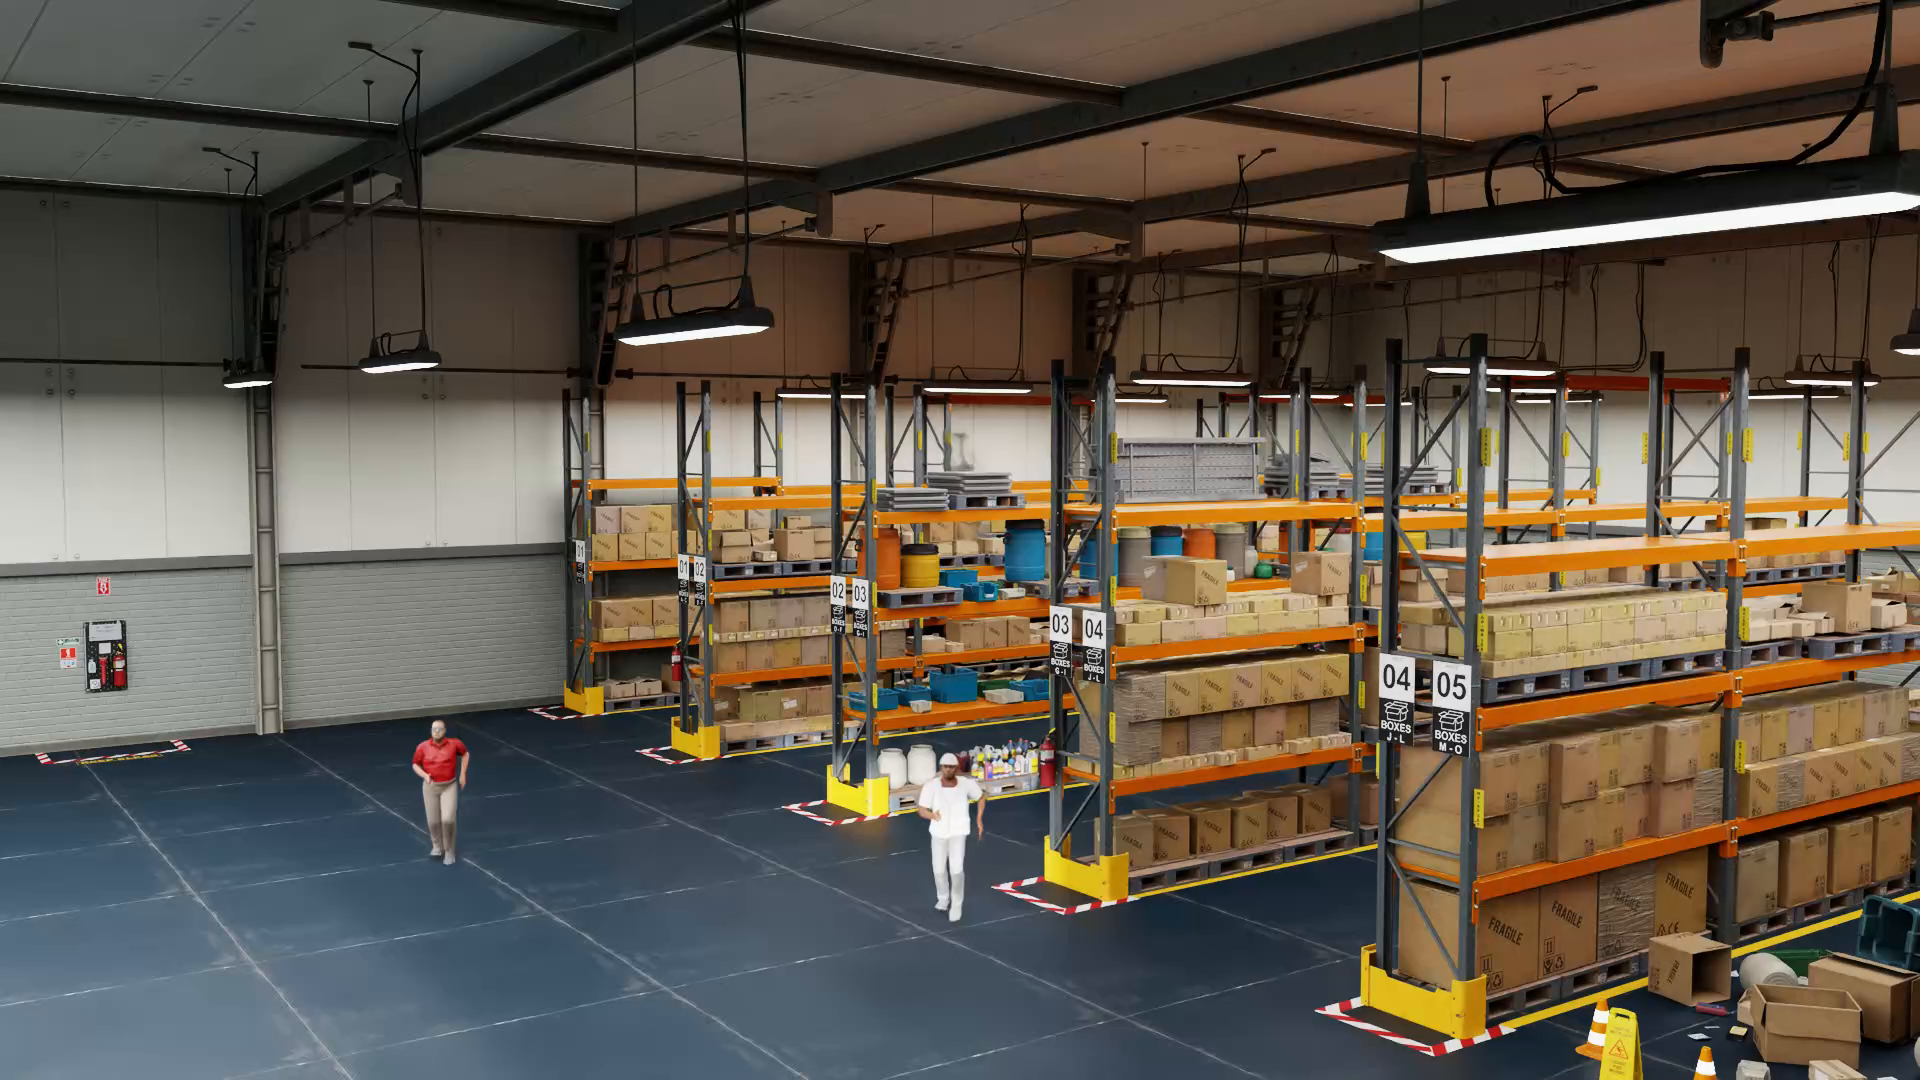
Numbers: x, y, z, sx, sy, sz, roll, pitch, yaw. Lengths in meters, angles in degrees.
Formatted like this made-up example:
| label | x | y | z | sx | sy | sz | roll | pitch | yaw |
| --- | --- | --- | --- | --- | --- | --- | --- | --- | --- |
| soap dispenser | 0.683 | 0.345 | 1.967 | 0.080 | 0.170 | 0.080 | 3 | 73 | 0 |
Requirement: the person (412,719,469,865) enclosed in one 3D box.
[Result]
| label | x | y | z | sx | sy | sz | roll | pitch | yaw |
| --- | --- | --- | --- | --- | --- | --- | --- | --- | --- |
| person | -6.259 | 3.044 | 20.035 | 0.633 | 1.780 | 0.729 | -1 | 4 | -10 |

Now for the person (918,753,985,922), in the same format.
| label | x | y | z | sx | sy | sz | roll | pitch | yaw |
| --- | --- | --- | --- | --- | --- | --- | --- | --- | --- |
| person | -0.101 | 3.156 | 17.696 | 0.683 | 1.786 | 0.731 | 0 | 4 | 8 |
